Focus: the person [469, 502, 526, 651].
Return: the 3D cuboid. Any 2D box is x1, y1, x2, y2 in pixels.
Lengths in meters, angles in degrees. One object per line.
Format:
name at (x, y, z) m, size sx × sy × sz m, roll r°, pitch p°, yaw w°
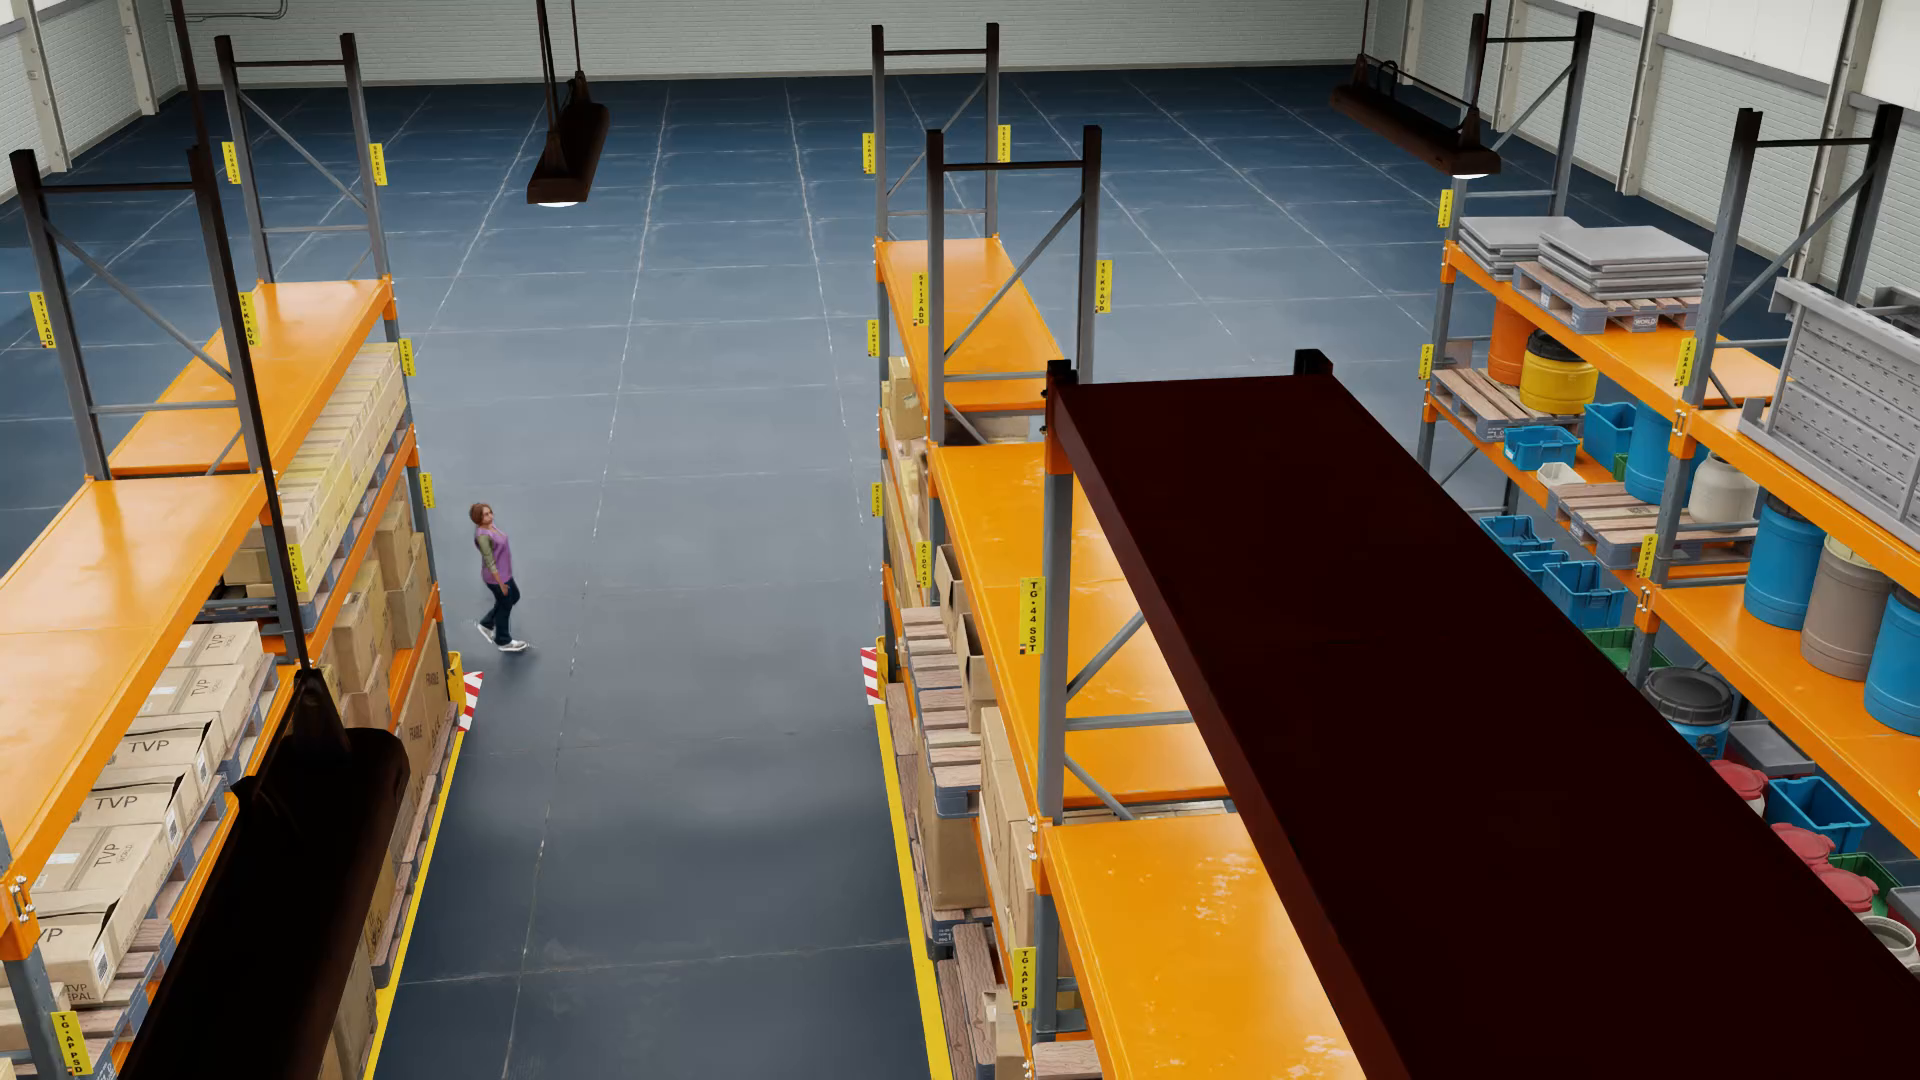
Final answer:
person at (-4.439, 0.359, 15.892) m, size 0.439 × 1.587 × 0.426 m, roll -11°, pitch 27°, yaw -21°
